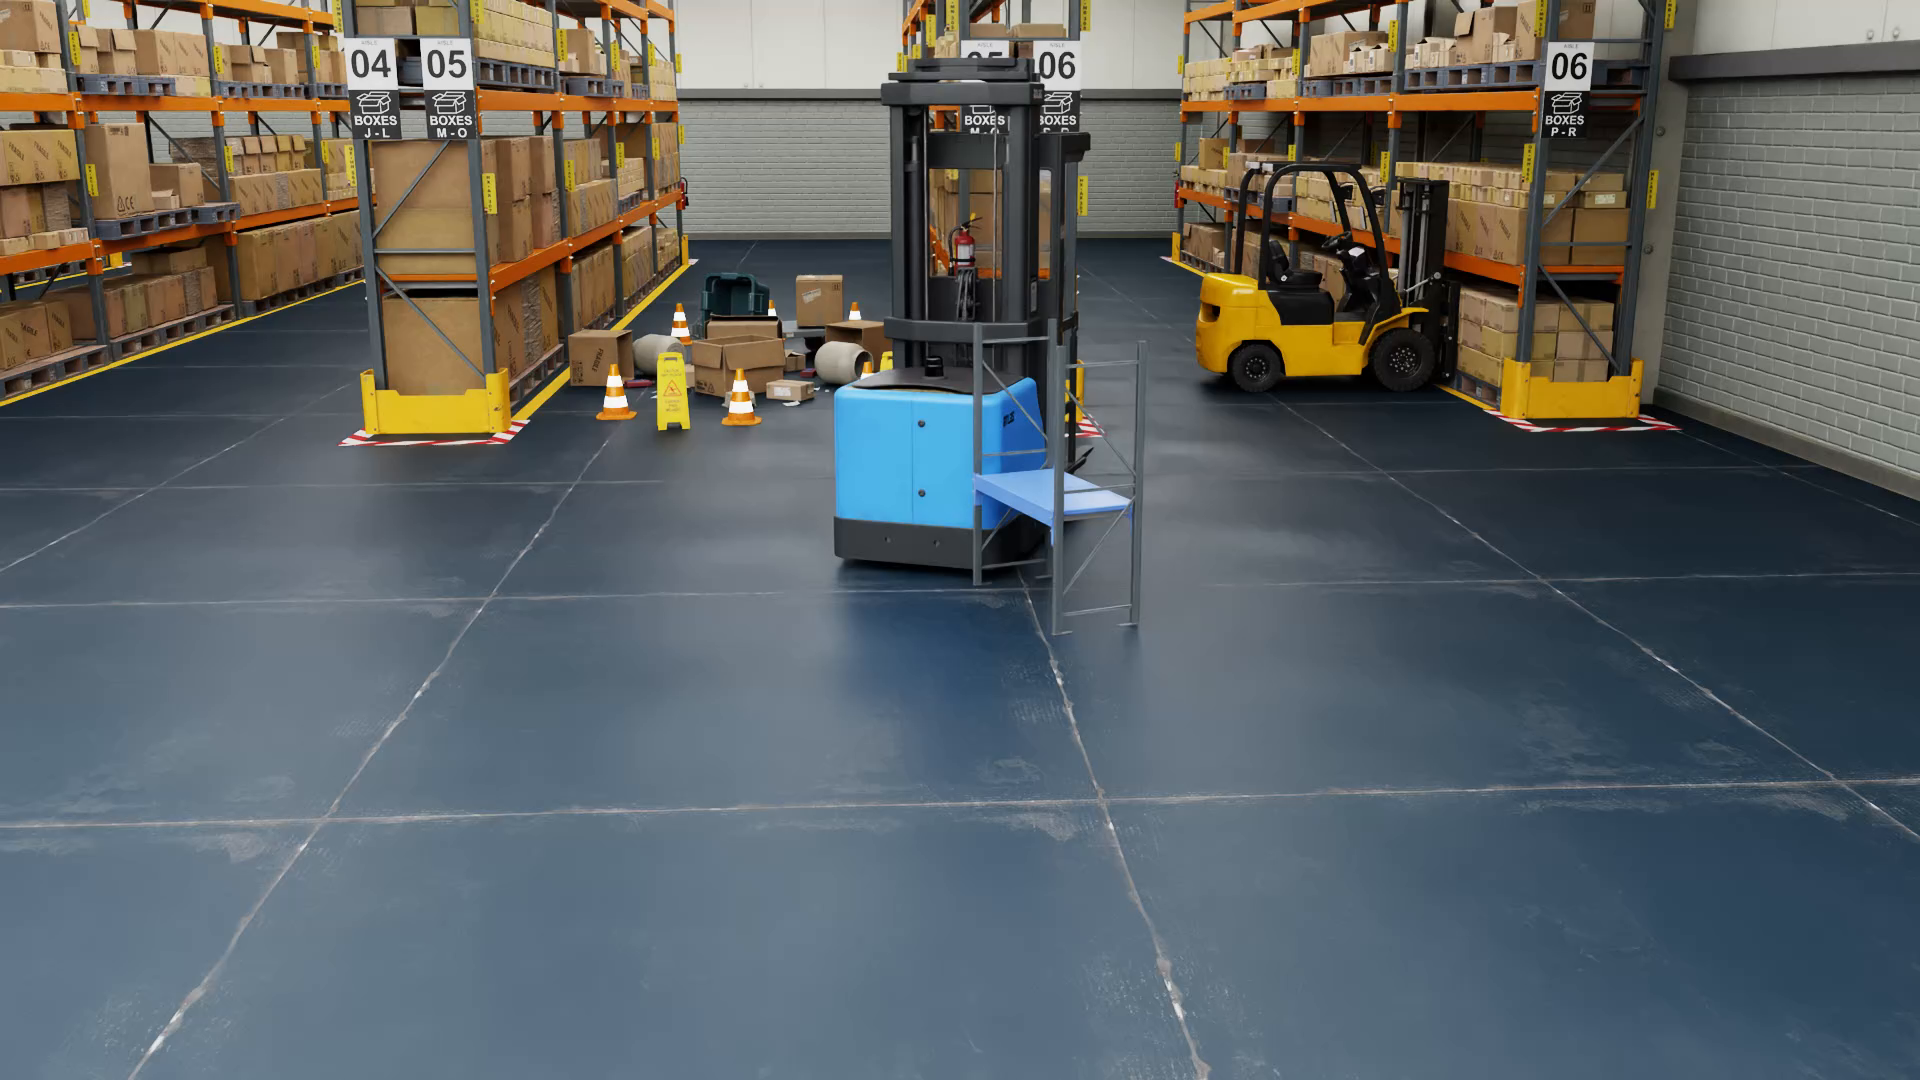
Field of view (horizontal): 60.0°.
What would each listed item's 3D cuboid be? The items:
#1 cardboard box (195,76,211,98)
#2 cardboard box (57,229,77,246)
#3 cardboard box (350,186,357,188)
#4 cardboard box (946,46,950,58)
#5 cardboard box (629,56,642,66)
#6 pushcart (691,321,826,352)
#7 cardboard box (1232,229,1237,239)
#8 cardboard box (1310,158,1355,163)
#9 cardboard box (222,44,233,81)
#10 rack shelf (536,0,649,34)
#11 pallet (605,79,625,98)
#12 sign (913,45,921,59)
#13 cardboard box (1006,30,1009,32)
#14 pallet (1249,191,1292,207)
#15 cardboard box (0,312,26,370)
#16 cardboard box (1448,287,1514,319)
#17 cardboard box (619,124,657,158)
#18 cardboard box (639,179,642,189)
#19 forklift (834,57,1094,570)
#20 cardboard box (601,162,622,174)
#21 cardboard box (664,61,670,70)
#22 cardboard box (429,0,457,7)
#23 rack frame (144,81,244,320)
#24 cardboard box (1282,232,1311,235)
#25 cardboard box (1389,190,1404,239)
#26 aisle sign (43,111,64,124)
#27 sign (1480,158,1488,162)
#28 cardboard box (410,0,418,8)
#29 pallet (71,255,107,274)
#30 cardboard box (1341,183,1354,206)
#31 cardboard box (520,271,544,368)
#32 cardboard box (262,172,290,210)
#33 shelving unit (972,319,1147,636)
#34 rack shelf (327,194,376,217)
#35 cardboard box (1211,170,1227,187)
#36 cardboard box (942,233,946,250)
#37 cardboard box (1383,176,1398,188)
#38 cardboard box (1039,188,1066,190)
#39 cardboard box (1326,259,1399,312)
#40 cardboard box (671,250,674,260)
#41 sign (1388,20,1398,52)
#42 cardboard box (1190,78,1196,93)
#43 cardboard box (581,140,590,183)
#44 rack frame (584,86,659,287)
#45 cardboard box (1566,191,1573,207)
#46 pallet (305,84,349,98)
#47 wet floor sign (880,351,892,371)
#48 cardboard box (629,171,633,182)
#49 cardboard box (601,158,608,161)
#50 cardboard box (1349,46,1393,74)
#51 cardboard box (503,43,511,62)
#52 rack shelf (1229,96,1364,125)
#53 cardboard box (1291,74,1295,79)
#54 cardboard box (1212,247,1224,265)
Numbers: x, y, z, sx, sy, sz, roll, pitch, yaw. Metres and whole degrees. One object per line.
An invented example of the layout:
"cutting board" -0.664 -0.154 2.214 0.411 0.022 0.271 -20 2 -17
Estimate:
"cardboard box" -9.620 -5.603 20.565 0.500 0.250 0.500 -1 14 -3
"cardboard box" -9.334 -3.110 17.098 0.380 0.149 0.250 -1 14 -3
"cardboard box" -9.973 -5.777 26.664 0.500 0.250 0.500 -1 14 -2
"cardboard box" 0.125 -4.402 15.301 0.500 0.250 0.500 0 14 -2
"cardboard box" -4.962 -7.275 25.260 0.380 0.149 0.250 -1 14 -4
"pushcart" -2.028 -2.178 18.235 1.648 0.377 0.936 -6 16 -23
"cardboard box" 4.460 -4.777 25.943 0.380 0.149 0.250 0 14 -1
"cardboard box" 5.075 -4.950 22.703 0.500 0.500 0.500 0 14 -1
"cardboard box" -10.145 -6.406 22.341 0.500 0.500 0.500 0 14 0
"rack shelf" -5.061 -7.250 22.890 1.077 0.370 4.000 -1 14 -3
"pallet" -4.845 -5.591 20.596 1.213 0.211 1.003 0 14 -1
"sign" -0.558 -6.225 21.486 0.100 0.325 0.005 -1 14 -3
"cardboard box" 0.567 -5.597 18.694 0.500 0.250 0.500 -1 14 -5
"pallet" 4.826 -4.959 24.165 1.003 0.211 1.213 -1 14 -3
"cardboard box" -9.502 -1.940 16.220 0.500 0.500 0.500 -2 15 -8
"cardboard box" 5.028 -2.296 16.101 0.500 0.250 0.500 -1 14 -3
"cardboard box" -4.970 -6.177 25.708 0.500 0.500 0.500 -1 14 -2
"cardboard box" -4.946 -5.305 24.787 0.380 0.149 0.250 -1 14 -3
"forklift" 0.195 -1.567 10.735 1.130 2.935 3.031 5 15 18
"cardboard box" -4.819 -5.071 22.681 0.380 0.149 0.250 -1 15 -6
"cardboard box" -5.061 -7.925 27.786 0.380 0.149 0.250 -1 14 -3
"cardboard box" -4.145 -4.456 13.667 0.380 0.149 0.250 -1 14 -3
"rack frame" -9.894 -4.338 21.365 1.000 3.000 0.127 -1 14 -3
"cardboard box" 5.101 -4.594 25.233 0.380 0.149 0.250 -2 15 -6
"cardboard box" 4.965 -3.507 17.938 0.500 0.500 0.500 -1 14 -5
"aisle sign" -15.634 -7.523 28.529 0.394 0.787 0.004 -1 14 -3
"sign" 5.752 -4.040 18.312 0.100 0.325 0.005 -1 14 -3
"cardboard box" -4.831 -4.573 14.120 0.380 0.149 0.250 -1 14 -3
"pallet" -15.321 -4.695 28.349 1.003 0.211 1.213 -1 14 -3
"cardboard box" 4.848 -4.116 19.802 0.500 0.250 0.500 -1 14 -2
"cardboard box" -4.661 -2.187 16.428 0.875 0.875 0.875 -1 14 -3
"cardboard box" -9.751 -4.891 23.315 0.500 0.500 0.500 -1 14 -3
"shelving unit" 0.509 -0.373 8.966 0.538 1.500 1.048 -6 16 -23
"rack shelf" -10.266 -5.481 27.254 1.077 0.370 4.000 -1 14 -3
"cardboard box" 4.382 -5.882 27.070 0.500 0.250 0.500 -1 14 -3
"cardboard box" 0.014 -2.973 16.564 0.380 0.149 0.250 -1 14 -3
"cardboard box" 4.956 -4.017 18.618 0.380 0.149 0.250 0 14 -2
"cardboard box" 0.705 -2.944 15.152 0.500 0.500 0.500 0 14 -2
"cardboard box" 5.066 -3.136 20.619 0.875 0.625 0.625 -1 15 -6
"cardboard box" -5.038 -4.821 28.121 0.380 0.149 0.250 -2 15 -6
"sign" 4.658 -5.418 17.875 0.100 0.325 0.005 -1 14 -3
"cardboard box" 4.262 -7.841 28.666 0.500 0.250 0.500 -1 14 -2
"cardboard box" -4.853 -4.557 20.009 0.700 0.500 0.500 -1 14 -4
"rack frame" -5.185 -5.384 25.431 1.000 3.000 0.127 -1 14 -3
"cardboard box" 5.605 -3.090 15.013 0.380 0.149 0.250 -1 14 -3
"pallet" -10.255 -7.248 26.837 1.003 0.211 1.213 -1 14 -3
"wet floor sign" -0.564 -1.297 14.272 0.267 0.644 0.232 4 15 16
"cardboard box" -4.878 -5.186 23.727 0.380 0.149 0.250 -1 14 -3
"cardboard box" -5.497 -5.692 25.832 0.500 0.500 0.500 -1 14 -3
"cardboard box" 4.863 -5.602 19.394 0.500 0.311 0.500 -1 14 -5
"cardboard box" -4.206 -4.324 14.752 0.380 0.149 0.250 -1 14 -3
"rack shelf" 4.827 -6.170 23.910 1.077 0.370 4.000 -1 14 -3
"cardboard box" 4.692 -6.291 22.436 0.380 0.149 0.250 -1 14 -5
"cardboard box" 4.353 -4.665 27.282 0.396 0.266 0.258 0 14 -1
